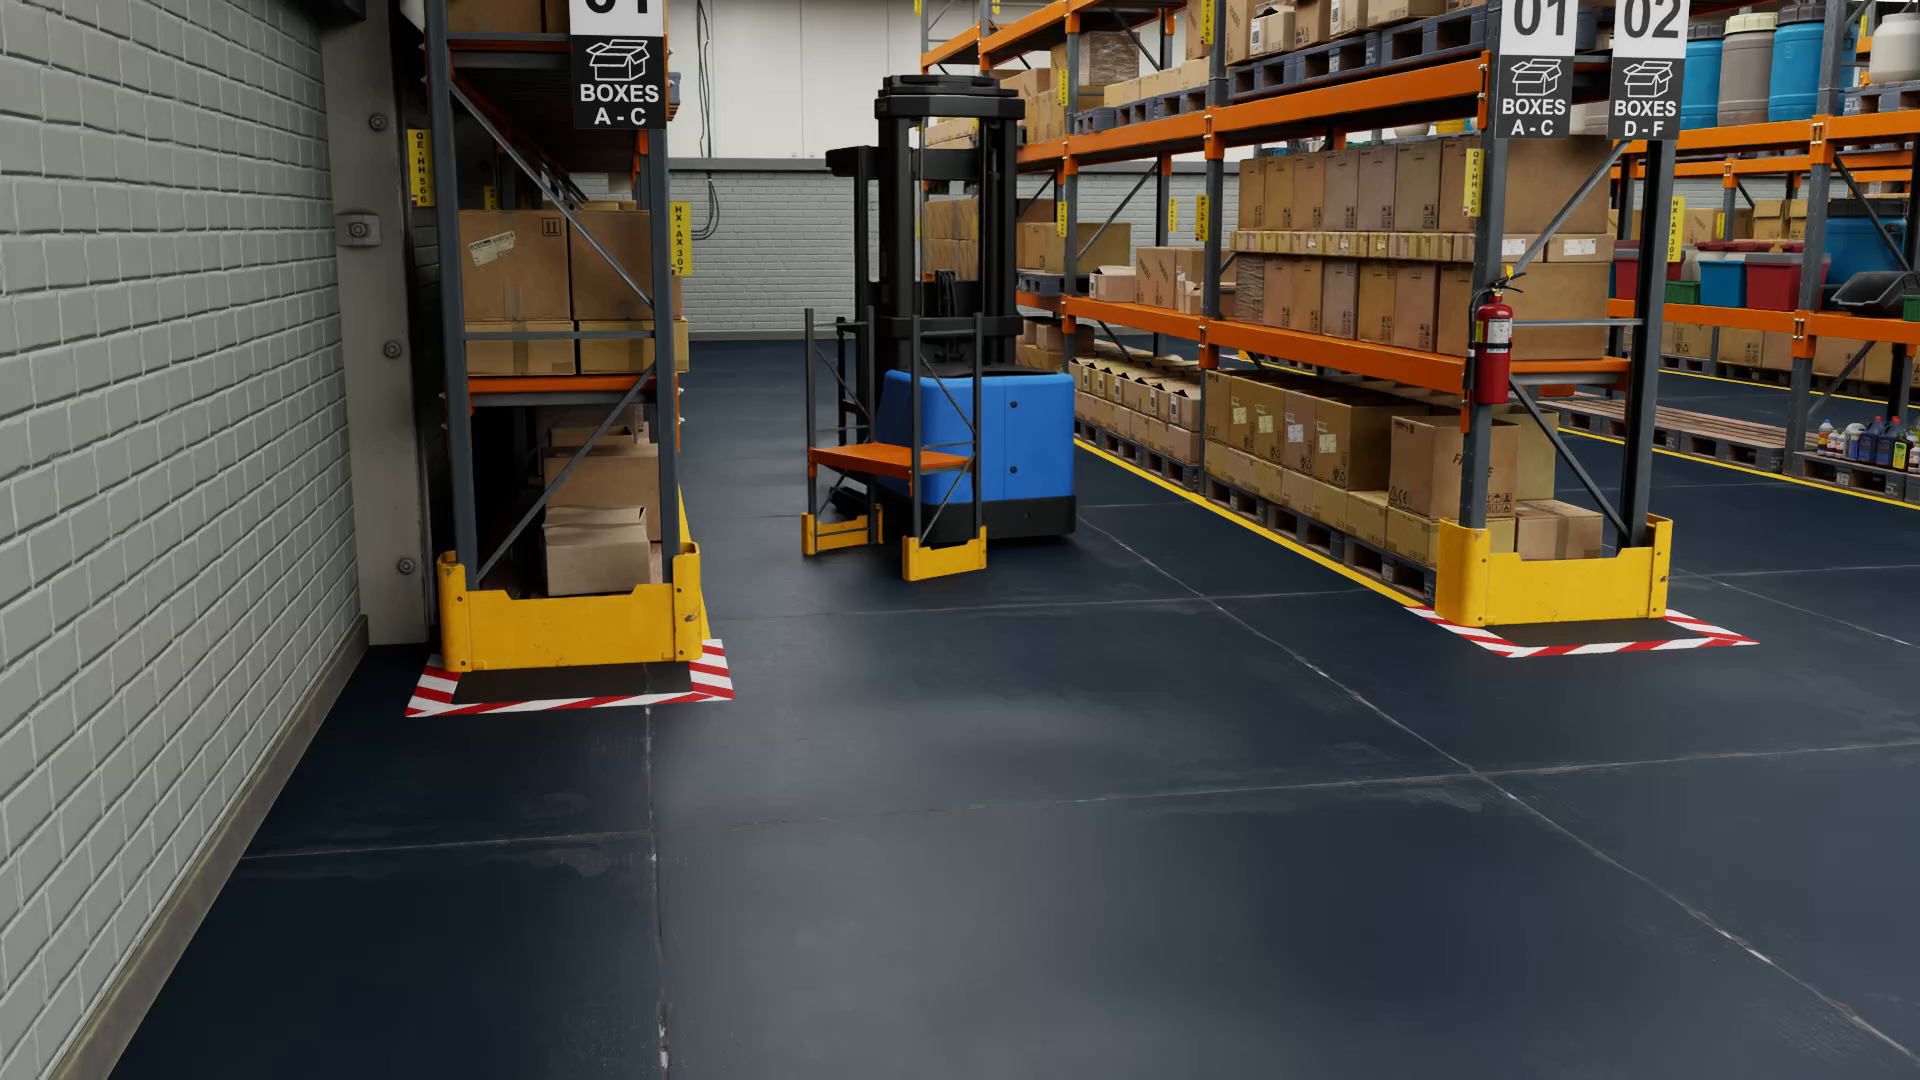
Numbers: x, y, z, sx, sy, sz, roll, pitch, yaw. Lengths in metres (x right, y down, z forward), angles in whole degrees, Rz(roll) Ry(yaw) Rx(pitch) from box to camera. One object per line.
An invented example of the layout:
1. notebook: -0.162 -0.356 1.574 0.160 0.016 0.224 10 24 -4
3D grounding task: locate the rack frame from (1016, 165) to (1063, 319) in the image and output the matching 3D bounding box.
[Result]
1. rack frame: 0.733 -3.292 19.969 1.000 3.000 0.127 -2 11 -11

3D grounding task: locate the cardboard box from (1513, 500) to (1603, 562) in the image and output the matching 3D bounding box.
1. cardboard box: 3.180 -0.053 9.182 0.500 0.250 0.500 -2 11 -11

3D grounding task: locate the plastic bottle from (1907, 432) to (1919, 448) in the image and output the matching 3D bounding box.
1. plastic bottle: 7.000 -0.656 12.243 0.097 0.271 0.097 0 11 0

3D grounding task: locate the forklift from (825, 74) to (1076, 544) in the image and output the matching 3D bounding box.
1. forklift: -0.271 -1.643 11.489 1.130 2.935 3.031 -4 12 -21

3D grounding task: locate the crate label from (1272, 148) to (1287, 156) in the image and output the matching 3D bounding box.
1. crate label: 4.677 -5.424 23.548 0.408 0.251 0.502 -2 11 -11

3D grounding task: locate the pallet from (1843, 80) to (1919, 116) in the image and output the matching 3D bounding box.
1. pallet: 7.384 -3.256 12.263 1.213 0.211 1.003 -2 11 -11

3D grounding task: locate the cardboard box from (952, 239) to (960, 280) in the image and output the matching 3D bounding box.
1. cardboard box: 0.180 -3.612 21.383 0.500 0.500 0.500 -2 11 -10

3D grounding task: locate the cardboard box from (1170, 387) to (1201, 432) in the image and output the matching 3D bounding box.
1. cardboard box: 1.929 -1.019 12.761 0.500 0.311 0.500 -2 11 -11

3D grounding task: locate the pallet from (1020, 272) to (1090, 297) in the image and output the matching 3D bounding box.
1. pallet: 1.310 -2.586 16.772 1.213 0.211 1.003 -2 11 -11

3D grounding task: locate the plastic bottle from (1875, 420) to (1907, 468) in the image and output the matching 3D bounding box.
1. plastic bottle: 6.935 -0.721 12.370 0.144 0.351 0.185 -3 11 -13

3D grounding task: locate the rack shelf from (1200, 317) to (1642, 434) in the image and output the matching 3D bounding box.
1. rack shelf: 2.678 -1.104 10.400 1.077 0.370 4.000 -2 11 -11

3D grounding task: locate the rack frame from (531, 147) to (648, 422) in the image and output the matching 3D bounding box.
1. rack frame: -3.348 -2.377 15.164 1.000 3.000 0.127 -2 11 -11

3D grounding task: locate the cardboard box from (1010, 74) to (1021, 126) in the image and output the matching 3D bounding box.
1. cardboard box: 0.911 -4.853 18.491 0.600 0.600 0.600 -2 11 -12

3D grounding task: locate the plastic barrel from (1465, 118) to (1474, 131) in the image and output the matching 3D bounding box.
1. plastic barrel: 6.074 -5.090 18.929 0.600 0.901 0.708 -2 11 -11

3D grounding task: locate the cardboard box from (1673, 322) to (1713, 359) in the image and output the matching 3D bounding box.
1. cardboard box: 10.401 -2.938 22.668 0.875 0.875 0.875 -2 11 -11

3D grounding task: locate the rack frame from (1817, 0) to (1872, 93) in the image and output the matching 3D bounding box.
1. rack frame: 7.148 -4.951 12.642 1.000 3.000 0.127 -2 11 -11

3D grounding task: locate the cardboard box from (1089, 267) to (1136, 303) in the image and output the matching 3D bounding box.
1. cardboard box: 1.495 -2.343 15.224 0.500 0.311 0.500 -2 11 -12

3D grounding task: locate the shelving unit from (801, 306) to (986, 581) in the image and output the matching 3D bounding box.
1. shelving unit: -0.410 -0.613 9.906 0.587 1.500 1.083 -9 14 -39

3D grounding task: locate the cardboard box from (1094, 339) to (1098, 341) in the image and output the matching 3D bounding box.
1. cardboard box: 1.295 -2.017 18.779 0.500 0.500 0.500 -2 11 -10

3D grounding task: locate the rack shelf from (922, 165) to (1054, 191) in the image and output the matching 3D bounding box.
1. rack shelf: 0.344 -4.779 21.683 1.077 0.370 4.000 -2 11 -11

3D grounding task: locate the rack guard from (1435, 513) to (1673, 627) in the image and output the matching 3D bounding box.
1. rack guard: 3.071 0.142 8.616 1.175 0.500 0.348 -2 11 -11

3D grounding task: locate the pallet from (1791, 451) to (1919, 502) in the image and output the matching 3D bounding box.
1. pallet: 7.238 -0.509 12.808 1.003 0.211 1.213 -2 11 -11

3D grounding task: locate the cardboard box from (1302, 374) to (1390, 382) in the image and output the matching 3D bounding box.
1. cardboard box: 2.679 -0.879 11.518 0.500 0.500 0.500 -2 11 -11

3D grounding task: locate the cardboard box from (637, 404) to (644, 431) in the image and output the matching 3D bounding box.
1. cardboard box: -3.157 -1.235 14.673 0.700 0.500 0.500 -2 11 -10

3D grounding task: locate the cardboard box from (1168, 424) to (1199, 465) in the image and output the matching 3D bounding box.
1. cardboard box: 1.924 -0.746 12.822 0.500 0.250 0.500 -2 11 -12

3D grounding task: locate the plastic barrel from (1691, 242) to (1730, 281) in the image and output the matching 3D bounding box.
1. plastic barrel: 6.950 -2.468 15.277 0.433 0.535 0.433 0 11 0

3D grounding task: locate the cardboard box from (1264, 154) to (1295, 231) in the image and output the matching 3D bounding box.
1. cardboard box: 2.481 -2.337 11.216 0.700 0.500 0.500 -2 11 -11

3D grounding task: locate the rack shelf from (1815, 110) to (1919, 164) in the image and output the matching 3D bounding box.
1. rack shelf: 7.537 -2.757 11.062 1.077 0.370 4.000 -2 11 -11

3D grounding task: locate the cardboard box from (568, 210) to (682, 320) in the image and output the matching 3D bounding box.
1. cardboard box: -1.590 -1.313 7.915 0.500 0.500 0.500 -2 11 -11

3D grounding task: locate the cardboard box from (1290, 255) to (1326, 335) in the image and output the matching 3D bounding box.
1. cardboard box: 2.584 -1.604 10.833 0.700 0.500 0.500 -2 11 -10

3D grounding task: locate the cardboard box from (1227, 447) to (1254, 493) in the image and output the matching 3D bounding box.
1. cardboard box: 2.174 -0.492 11.490 0.500 0.250 0.500 -2 11 -11

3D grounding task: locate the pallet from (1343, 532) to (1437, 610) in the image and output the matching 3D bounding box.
1. pallet: 2.877 0.140 9.395 1.003 0.211 1.213 -2 11 -11

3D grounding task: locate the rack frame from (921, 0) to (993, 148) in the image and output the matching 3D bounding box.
1. rack frame: -0.045 -6.972 23.262 1.000 3.000 0.127 -2 11 -11

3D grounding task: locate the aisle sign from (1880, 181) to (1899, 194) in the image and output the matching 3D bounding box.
1. aisle sign: 14.837 -5.848 26.447 0.394 0.787 0.004 -2 11 -11

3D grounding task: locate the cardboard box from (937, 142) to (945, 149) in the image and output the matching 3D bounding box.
1. cardboard box: -0.011 -5.138 22.047 0.500 0.250 0.500 -2 11 -11

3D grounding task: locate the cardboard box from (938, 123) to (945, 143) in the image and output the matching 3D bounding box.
1. cardboard box: -0.007 -5.384 22.001 0.500 0.250 0.500 -2 11 -11

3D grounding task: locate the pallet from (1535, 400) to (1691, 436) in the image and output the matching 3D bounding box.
1. pallet: 6.483 -1.224 16.564 1.003 0.211 1.213 -2 11 -11

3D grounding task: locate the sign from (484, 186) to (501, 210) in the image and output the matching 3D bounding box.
1. sign: -3.114 -2.192 11.092 0.100 0.325 0.005 -2 11 -11

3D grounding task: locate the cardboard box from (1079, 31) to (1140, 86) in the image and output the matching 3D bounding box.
1. cardboard box: 1.432 -4.652 16.152 0.500 0.500 0.500 -2 11 -11

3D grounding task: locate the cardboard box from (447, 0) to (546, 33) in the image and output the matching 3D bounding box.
1. cardboard box: -2.121 -2.510 7.517 0.500 0.500 0.500 -1 11 -7

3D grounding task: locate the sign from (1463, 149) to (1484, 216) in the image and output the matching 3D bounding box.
1. sign: 2.532 -1.759 8.185 0.100 0.325 0.005 -2 11 -11

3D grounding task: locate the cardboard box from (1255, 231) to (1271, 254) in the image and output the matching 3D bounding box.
1. cardboard box: 2.252 -2.043 11.403 0.380 0.149 0.250 -2 11 -13

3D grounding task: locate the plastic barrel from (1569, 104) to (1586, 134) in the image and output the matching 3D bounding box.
1. plastic barrel: 6.130 -4.198 16.408 0.421 0.512 0.421 0 11 0

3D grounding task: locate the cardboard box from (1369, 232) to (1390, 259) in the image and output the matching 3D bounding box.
1. cardboard box: 2.605 -1.711 9.661 0.380 0.149 0.250 -2 11 -9

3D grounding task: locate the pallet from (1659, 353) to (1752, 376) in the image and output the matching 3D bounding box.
1. pallet: 10.379 -2.424 22.866 1.003 0.211 1.213 -2 11 -11

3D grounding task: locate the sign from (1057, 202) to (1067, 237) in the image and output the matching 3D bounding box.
1. sign: 0.980 -3.066 15.900 0.100 0.325 0.005 -2 11 -11

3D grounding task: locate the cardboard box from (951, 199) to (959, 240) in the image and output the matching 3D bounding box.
1. cardboard box: 0.180 -4.102 21.282 0.500 0.500 0.500 -2 11 -11

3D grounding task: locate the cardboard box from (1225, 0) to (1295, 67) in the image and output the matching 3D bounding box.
1. cardboard box: 2.128 -3.520 11.382 0.500 0.500 0.500 -1 11 -6

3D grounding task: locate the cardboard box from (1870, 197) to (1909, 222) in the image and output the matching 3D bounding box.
1. cardboard box: 10.978 -3.714 19.236 0.797 0.503 0.637 -2 11 -10

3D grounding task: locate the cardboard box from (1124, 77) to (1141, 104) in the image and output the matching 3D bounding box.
1. cardboard box: 1.774 -3.988 14.880 0.500 0.250 0.500 -2 11 -9

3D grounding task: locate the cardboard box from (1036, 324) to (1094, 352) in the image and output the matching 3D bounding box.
1. cardboard box: 1.083 -2.088 17.146 0.500 0.250 0.500 -2 11 -9

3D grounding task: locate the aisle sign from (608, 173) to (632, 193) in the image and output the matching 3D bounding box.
1. aisle sign: -4.623 -5.146 22.756 0.394 0.787 0.004 -2 11 -11

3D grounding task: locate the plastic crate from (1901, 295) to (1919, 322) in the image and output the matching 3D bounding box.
1. plastic crate: 7.135 -1.641 11.860 0.450 0.188 0.662 -2 11 -11

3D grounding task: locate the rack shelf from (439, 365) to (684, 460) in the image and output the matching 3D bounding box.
1. rack shelf: -2.181 -0.923 9.450 1.077 0.370 4.000 -2 11 -11

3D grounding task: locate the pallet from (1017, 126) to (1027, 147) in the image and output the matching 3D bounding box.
1. pallet: 0.995 -4.361 18.065 1.213 0.211 1.003 -2 11 -11

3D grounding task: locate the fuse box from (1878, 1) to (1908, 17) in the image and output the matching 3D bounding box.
1. fuse box: 18.031 -10.283 32.100 0.513 0.334 0.176 -2 11 -11

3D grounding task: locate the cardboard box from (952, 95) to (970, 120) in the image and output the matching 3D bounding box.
1. cardboard box: 0.293 -5.668 21.489 0.700 0.500 0.500 -2 11 -11

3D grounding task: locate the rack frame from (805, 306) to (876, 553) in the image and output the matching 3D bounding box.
1. rack frame: -0.733 -0.684 10.280 0.500 1.500 0.032 -9 14 -39
